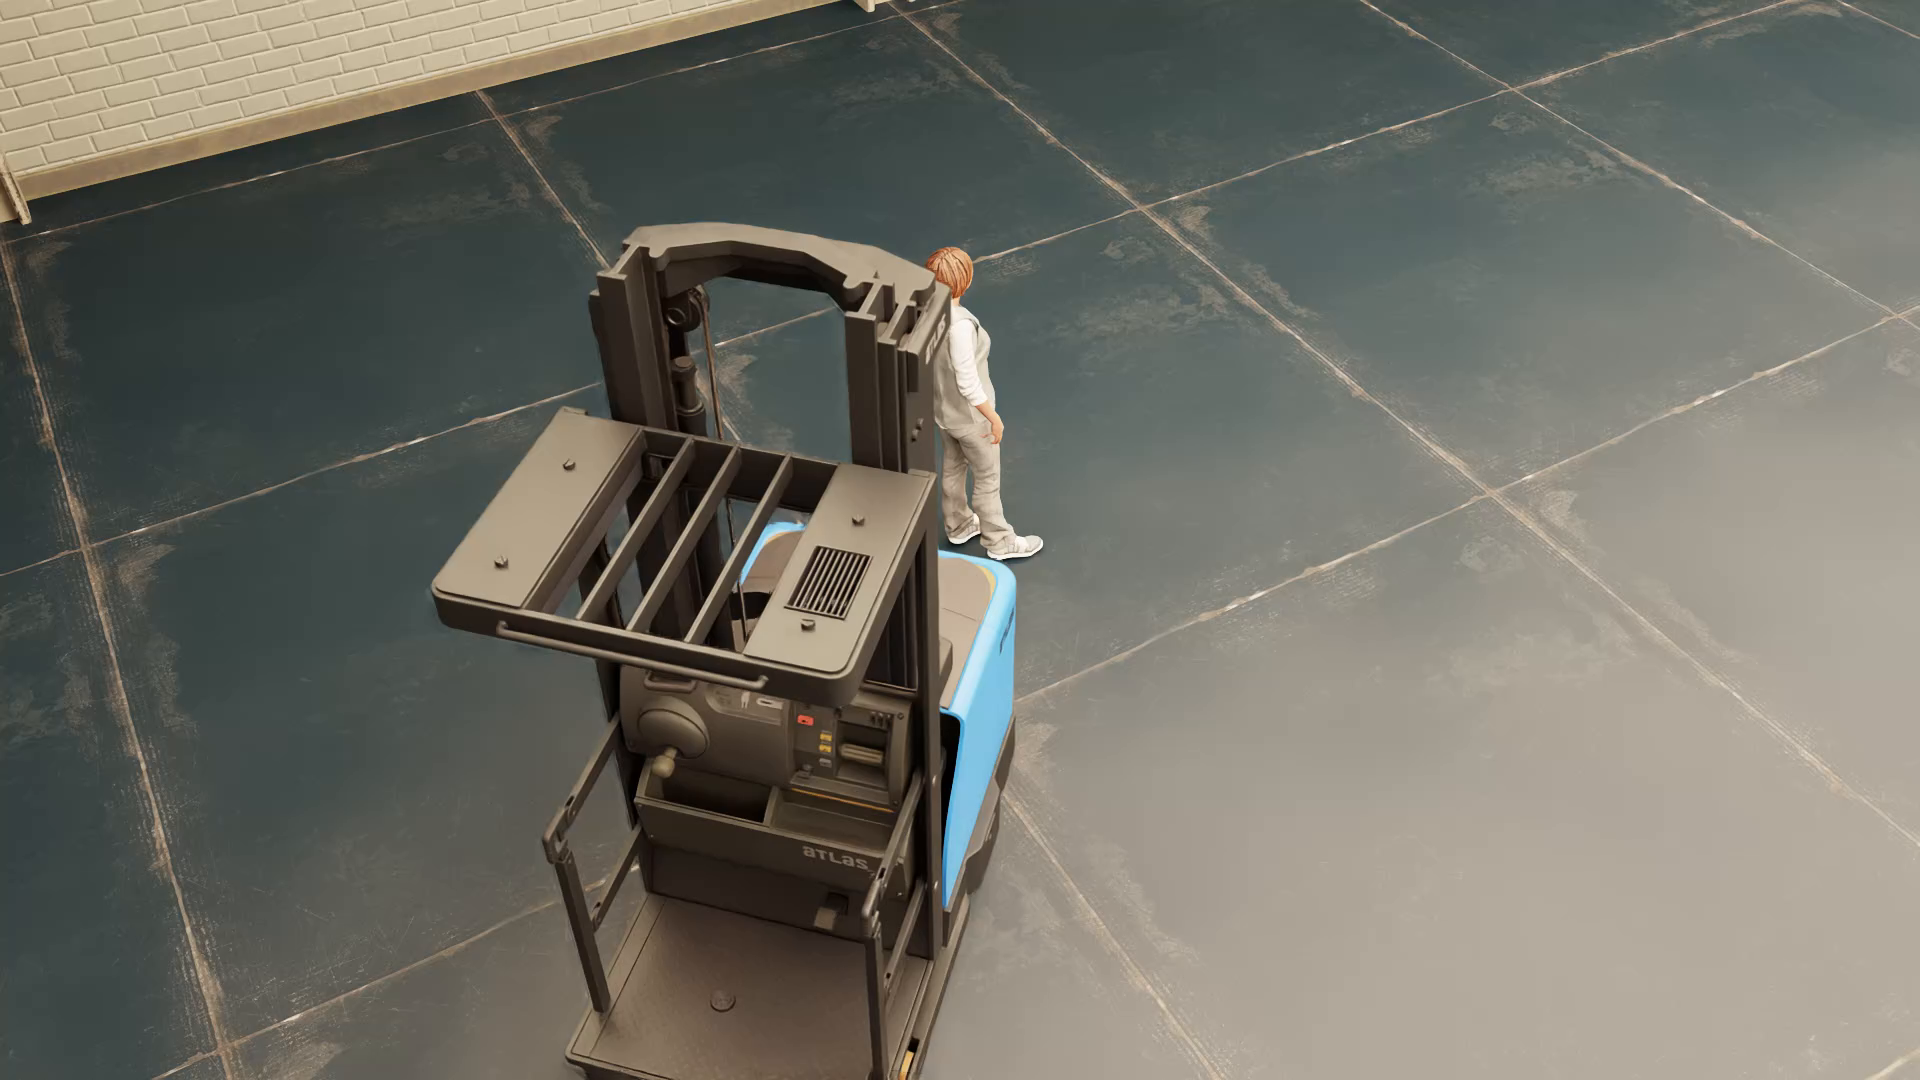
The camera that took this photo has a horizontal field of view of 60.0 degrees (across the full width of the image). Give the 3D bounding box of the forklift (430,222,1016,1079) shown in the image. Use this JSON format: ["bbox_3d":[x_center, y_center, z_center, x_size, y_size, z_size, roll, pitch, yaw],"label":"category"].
[{"bbox_3d":[-0.663,0.679,4.966,1.130,2.935,3.031,11,44,11],"label":"forklift"}]

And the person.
[{"bbox_3d":[0.071,-0.608,7.323,0.475,1.596,0.521,-21,47,-21],"label":"person"}]
